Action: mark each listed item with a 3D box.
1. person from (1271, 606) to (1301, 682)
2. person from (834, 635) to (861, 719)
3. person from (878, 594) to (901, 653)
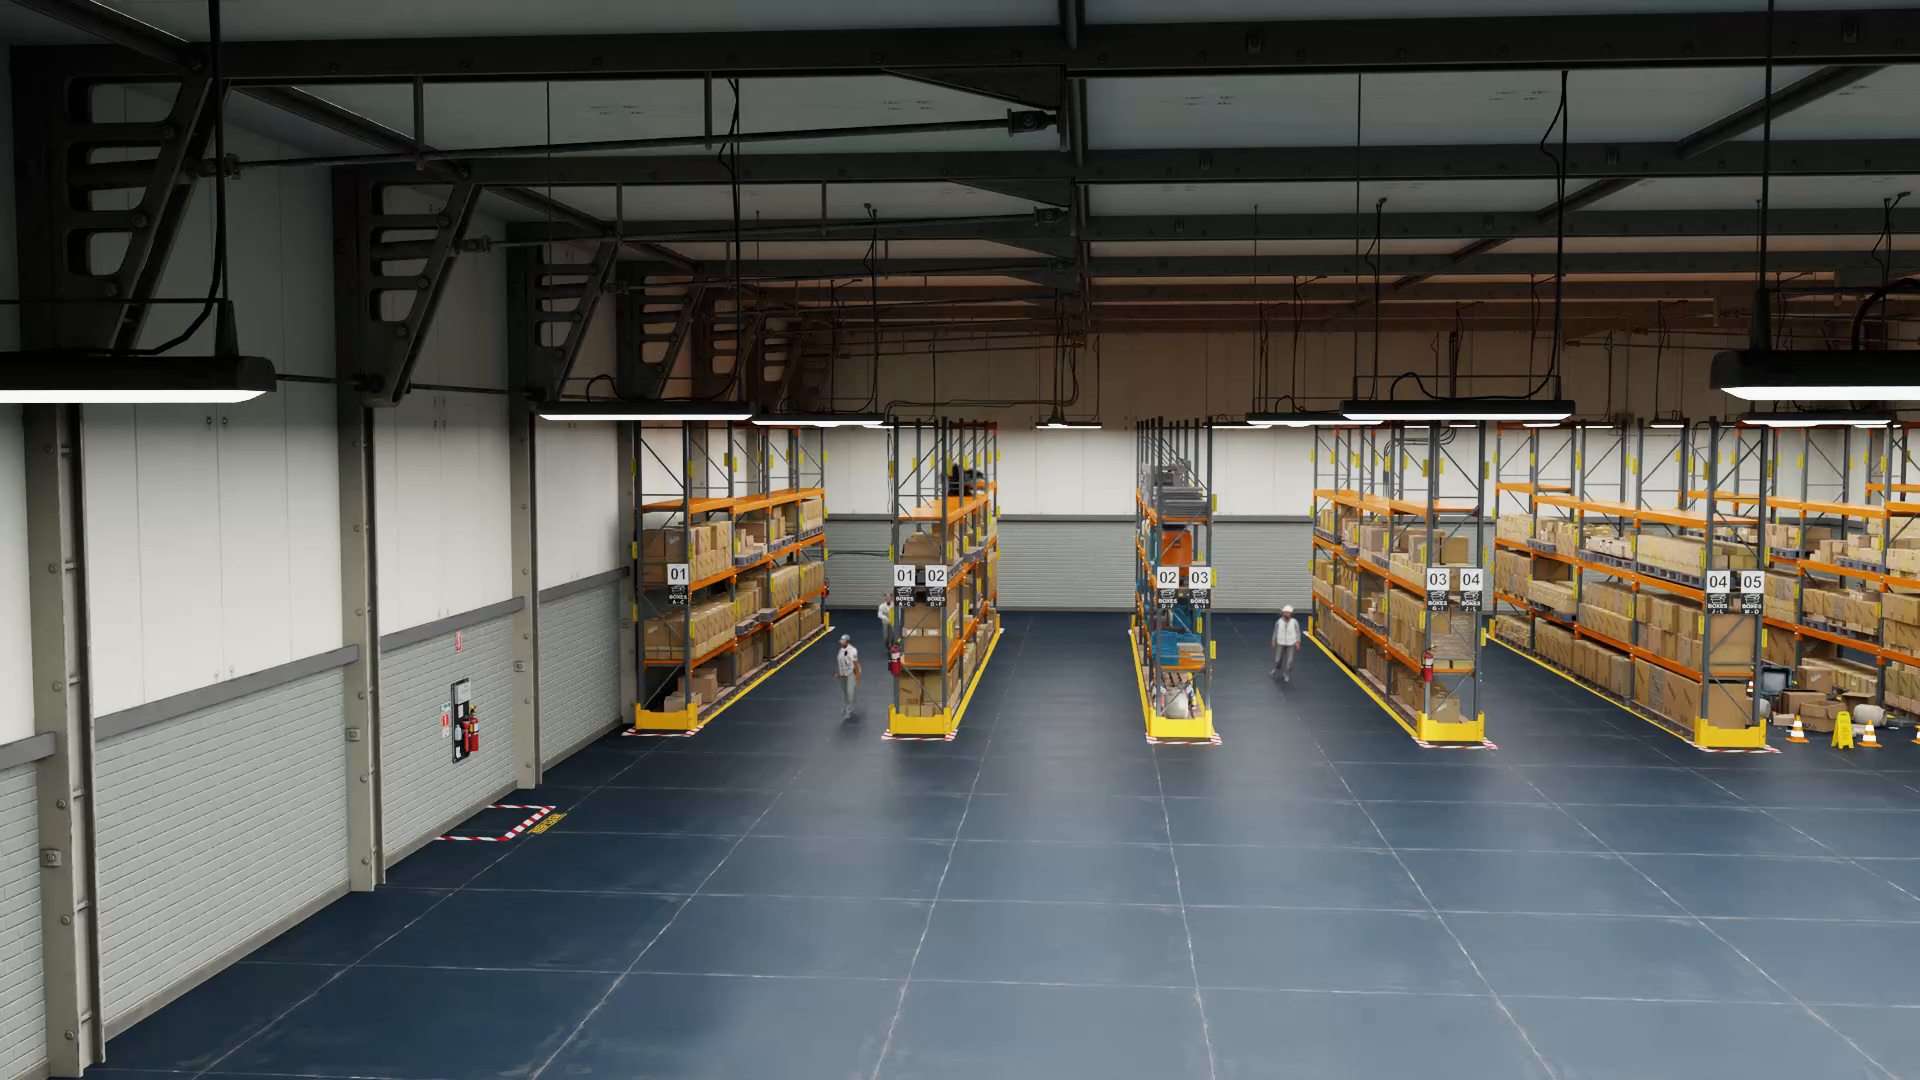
[{"bbox_3d":[7.469,2.359,38.140,0.695,1.744,0.661,1,4,16],"label":"person"},{"bbox_3d":[-2.247,2.734,33.516,0.730,1.675,0.685,4,5,44],"label":"person"},{"bbox_3d":[-1.814,2.149,42.759,0.608,1.568,0.794,0,4,-6],"label":"person"}]
